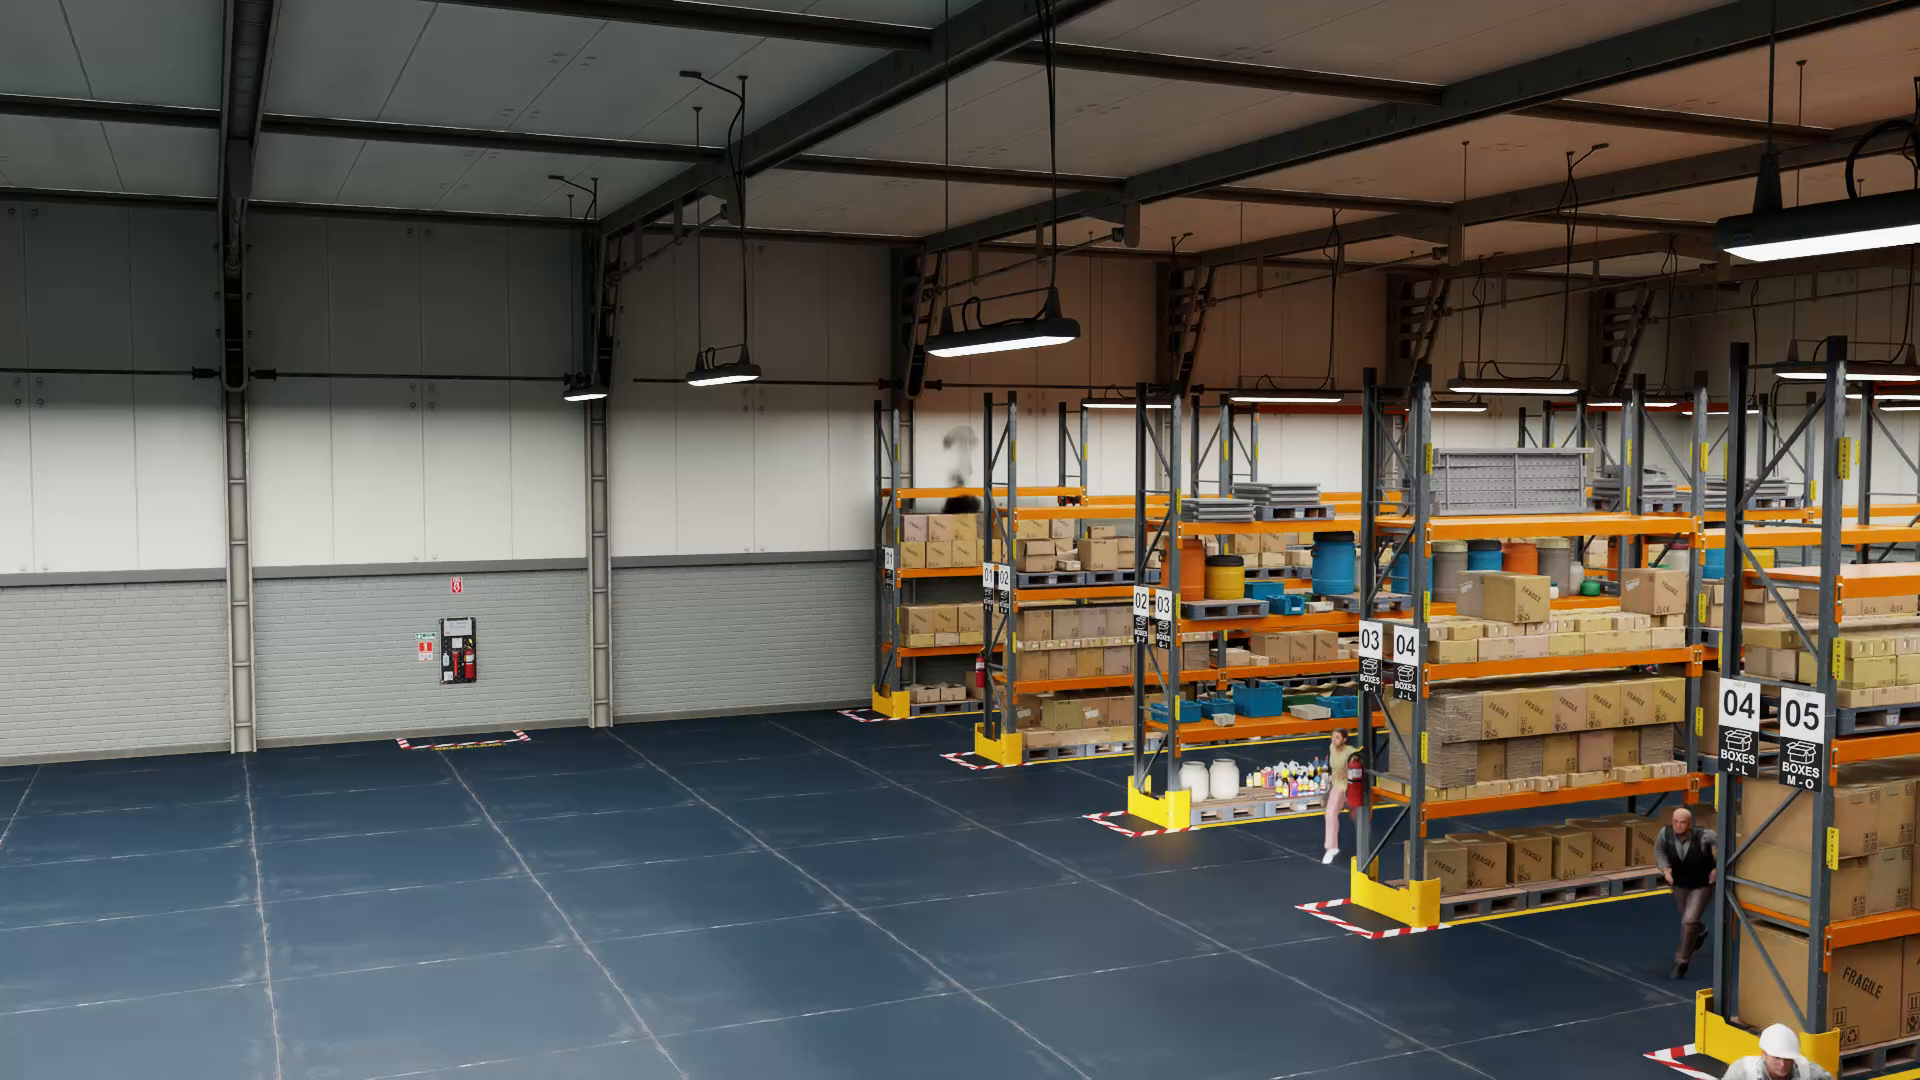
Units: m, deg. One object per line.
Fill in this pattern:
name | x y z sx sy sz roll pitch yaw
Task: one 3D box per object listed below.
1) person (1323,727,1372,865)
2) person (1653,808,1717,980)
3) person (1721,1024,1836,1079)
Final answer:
person | 4.848 3.137 20.748 0.581 1.666 1.081 3 4 41
person | 7.205 3.410 16.336 0.697 1.680 1.008 3 4 38
person | 5.013 3.737 10.279 0.696 1.729 1.045 1 3 16
